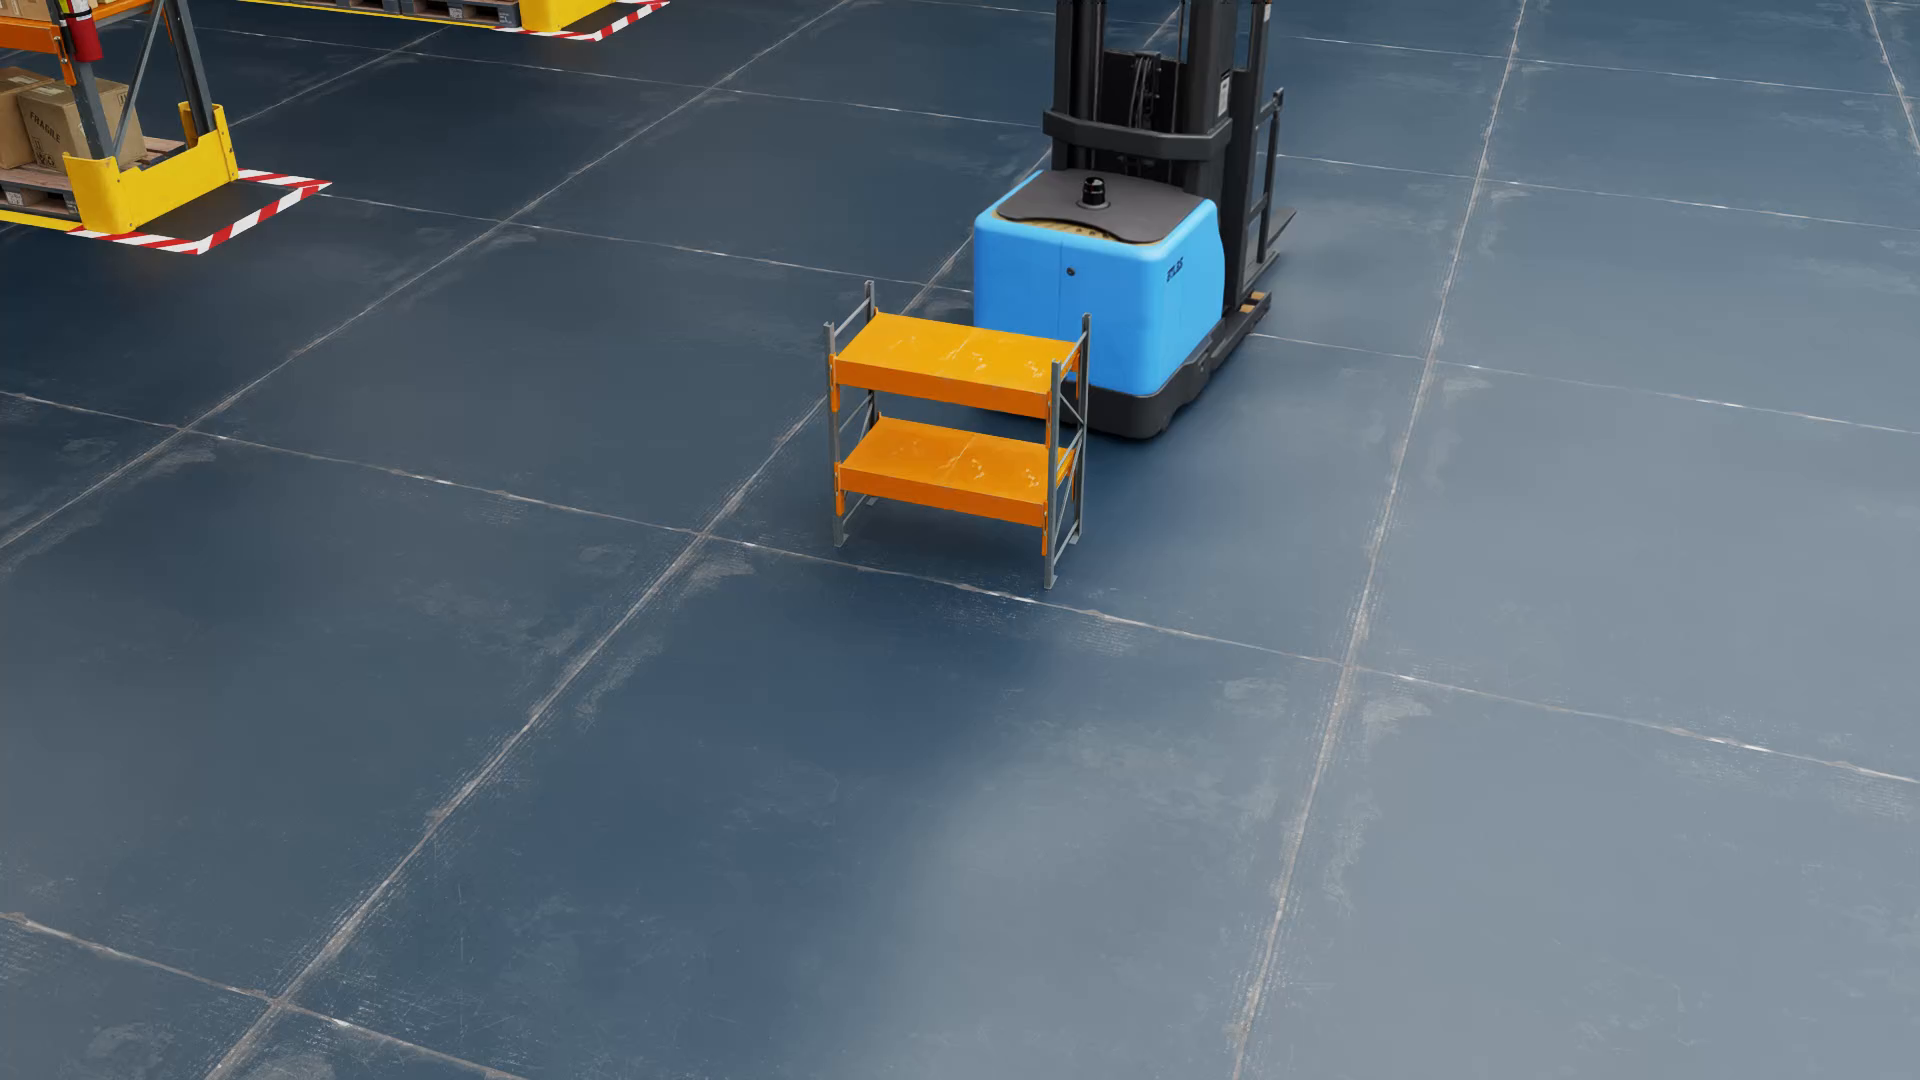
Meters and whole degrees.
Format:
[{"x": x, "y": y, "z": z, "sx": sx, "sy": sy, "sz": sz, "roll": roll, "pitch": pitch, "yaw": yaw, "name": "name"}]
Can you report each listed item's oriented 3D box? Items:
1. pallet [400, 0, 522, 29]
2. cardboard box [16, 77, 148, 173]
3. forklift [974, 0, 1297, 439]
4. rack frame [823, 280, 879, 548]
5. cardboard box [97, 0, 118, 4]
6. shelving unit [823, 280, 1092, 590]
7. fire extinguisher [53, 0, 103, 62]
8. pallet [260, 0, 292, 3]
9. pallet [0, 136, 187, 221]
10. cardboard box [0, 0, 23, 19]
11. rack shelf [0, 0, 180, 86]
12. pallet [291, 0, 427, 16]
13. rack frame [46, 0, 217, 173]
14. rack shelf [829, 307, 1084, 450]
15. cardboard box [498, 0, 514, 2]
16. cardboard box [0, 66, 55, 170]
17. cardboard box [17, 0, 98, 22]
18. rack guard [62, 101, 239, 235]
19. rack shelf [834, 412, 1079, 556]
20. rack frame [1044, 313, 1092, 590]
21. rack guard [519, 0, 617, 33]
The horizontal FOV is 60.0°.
[{"x": -4.356, "y": -5.002, "z": 15.302, "sx": 1.213, "sy": 0.211, "sz": 1.003, "roll": 11, "pitch": 34, "yaw": 16, "name": "pallet"}, {"x": -5.927, "y": -2.802, "z": 11.241, "sx": 0.500, "sy": 0.500, "sz": 0.500, "roll": 18, "pitch": 37, "yaw": 25, "name": "cardboard box"}, {"x": 1.171, "y": -2.524, "z": 8.957, "sx": 1.130, "sy": 2.935, "sz": 3.031, "roll": 15, "pitch": 36, "yaw": 22, "name": "forklift"}, {"x": -0.485, "y": -0.567, "z": 7.591, "sx": 0.032, "sy": 1.125, "sz": 0.500, "roll": 11, "pitch": 34, "yaw": 16, "name": "rack frame"}, {"x": -5.533, "y": -3.621, "z": 10.824, "sx": 0.250, "sy": 0.149, "sz": 0.380, "roll": 11, "pitch": 34, "yaw": 16, "name": "cardboard box"}, {"x": -0.006, "y": -0.474, "z": 7.447, "sx": 1.048, "sy": 1.125, "sz": 0.538, "roll": 11, "pitch": 34, "yaw": 16, "name": "shelving unit"}, {"x": -5.393, "y": -3.264, "z": 10.111, "sx": 0.183, "sy": 0.674, "sz": 0.296, "roll": 11, "pitch": 34, "yaw": 16, "name": "fire extinguisher"}, {"x": -6.653, "y": -5.448, "z": 15.994, "sx": 1.213, "sy": 0.211, "sz": 1.003, "roll": 11, "pitch": 34, "yaw": 16, "name": "pallet"}, {"x": -6.169, "y": -2.562, "z": 11.523, "sx": 1.213, "sy": 0.211, "sz": 1.003, "roll": 11, "pitch": 34, "yaw": 16, "name": "pallet"}, {"x": -5.918, "y": -3.440, "z": 10.544, "sx": 0.250, "sy": 0.149, "sz": 0.380, "roll": 11, "pitch": 34, "yaw": 16, "name": "cardboard box"}, {"x": -7.228, "y": -3.616, "z": 11.249, "sx": 4.000, "sy": 0.370, "sz": 1.077, "roll": 11, "pitch": 34, "yaw": 16, "name": "rack shelf"}, {"x": -5.500, "y": -5.226, "z": 15.649, "sx": 1.213, "sy": 0.211, "sz": 1.003, "roll": 11, "pitch": 34, "yaw": 16, "name": "pallet"}, {"x": -5.345, "y": -3.553, "z": 10.487, "sx": 0.127, "sy": 3.000, "sz": 1.000, "roll": 11, "pitch": 34, "yaw": 16, "name": "rack frame"}, {"x": -0.006, "y": -0.720, "z": 7.288, "sx": 1.000, "sy": 0.278, "sz": 0.538, "roll": 11, "pitch": 34, "yaw": 16, "name": "rack shelf"}, {"x": -4.237, "y": -5.441, "z": 14.983, "sx": 0.875, "sy": 0.875, "sz": 0.875, "roll": 11, "pitch": 35, "yaw": 17, "name": "cardboard box"}, {"x": -6.502, "y": -2.894, "z": 11.384, "sx": 0.500, "sy": 0.500, "sz": 0.500, "roll": 21, "pitch": 38, "yaw": 29, "name": "cardboard box"}, {"x": -5.683, "y": -3.394, "z": 10.473, "sx": 0.250, "sy": 0.149, "sz": 0.380, "roll": 11, "pitch": 34, "yaw": 16, "name": "cardboard box"}, {"x": -5.417, "y": -2.516, "z": 11.187, "sx": 0.348, "sy": 0.500, "sz": 1.175, "roll": 11, "pitch": 34, "yaw": 16, "name": "rack guard"}, {"x": -0.006, "y": -0.268, "z": 7.579, "sx": 1.000, "sy": 0.278, "sz": 0.538, "roll": 11, "pitch": 34, "yaw": 16, "name": "rack shelf"}, {"x": 0.472, "y": -0.381, "z": 7.303, "sx": 0.032, "sy": 1.125, "sz": 0.500, "roll": 11, "pitch": 34, "yaw": 16, "name": "rack frame"}, {"x": -3.554, "y": -5.012, "z": 15.052, "sx": 0.348, "sy": 0.500, "sz": 1.175, "roll": 11, "pitch": 34, "yaw": 16, "name": "rack guard"}]
